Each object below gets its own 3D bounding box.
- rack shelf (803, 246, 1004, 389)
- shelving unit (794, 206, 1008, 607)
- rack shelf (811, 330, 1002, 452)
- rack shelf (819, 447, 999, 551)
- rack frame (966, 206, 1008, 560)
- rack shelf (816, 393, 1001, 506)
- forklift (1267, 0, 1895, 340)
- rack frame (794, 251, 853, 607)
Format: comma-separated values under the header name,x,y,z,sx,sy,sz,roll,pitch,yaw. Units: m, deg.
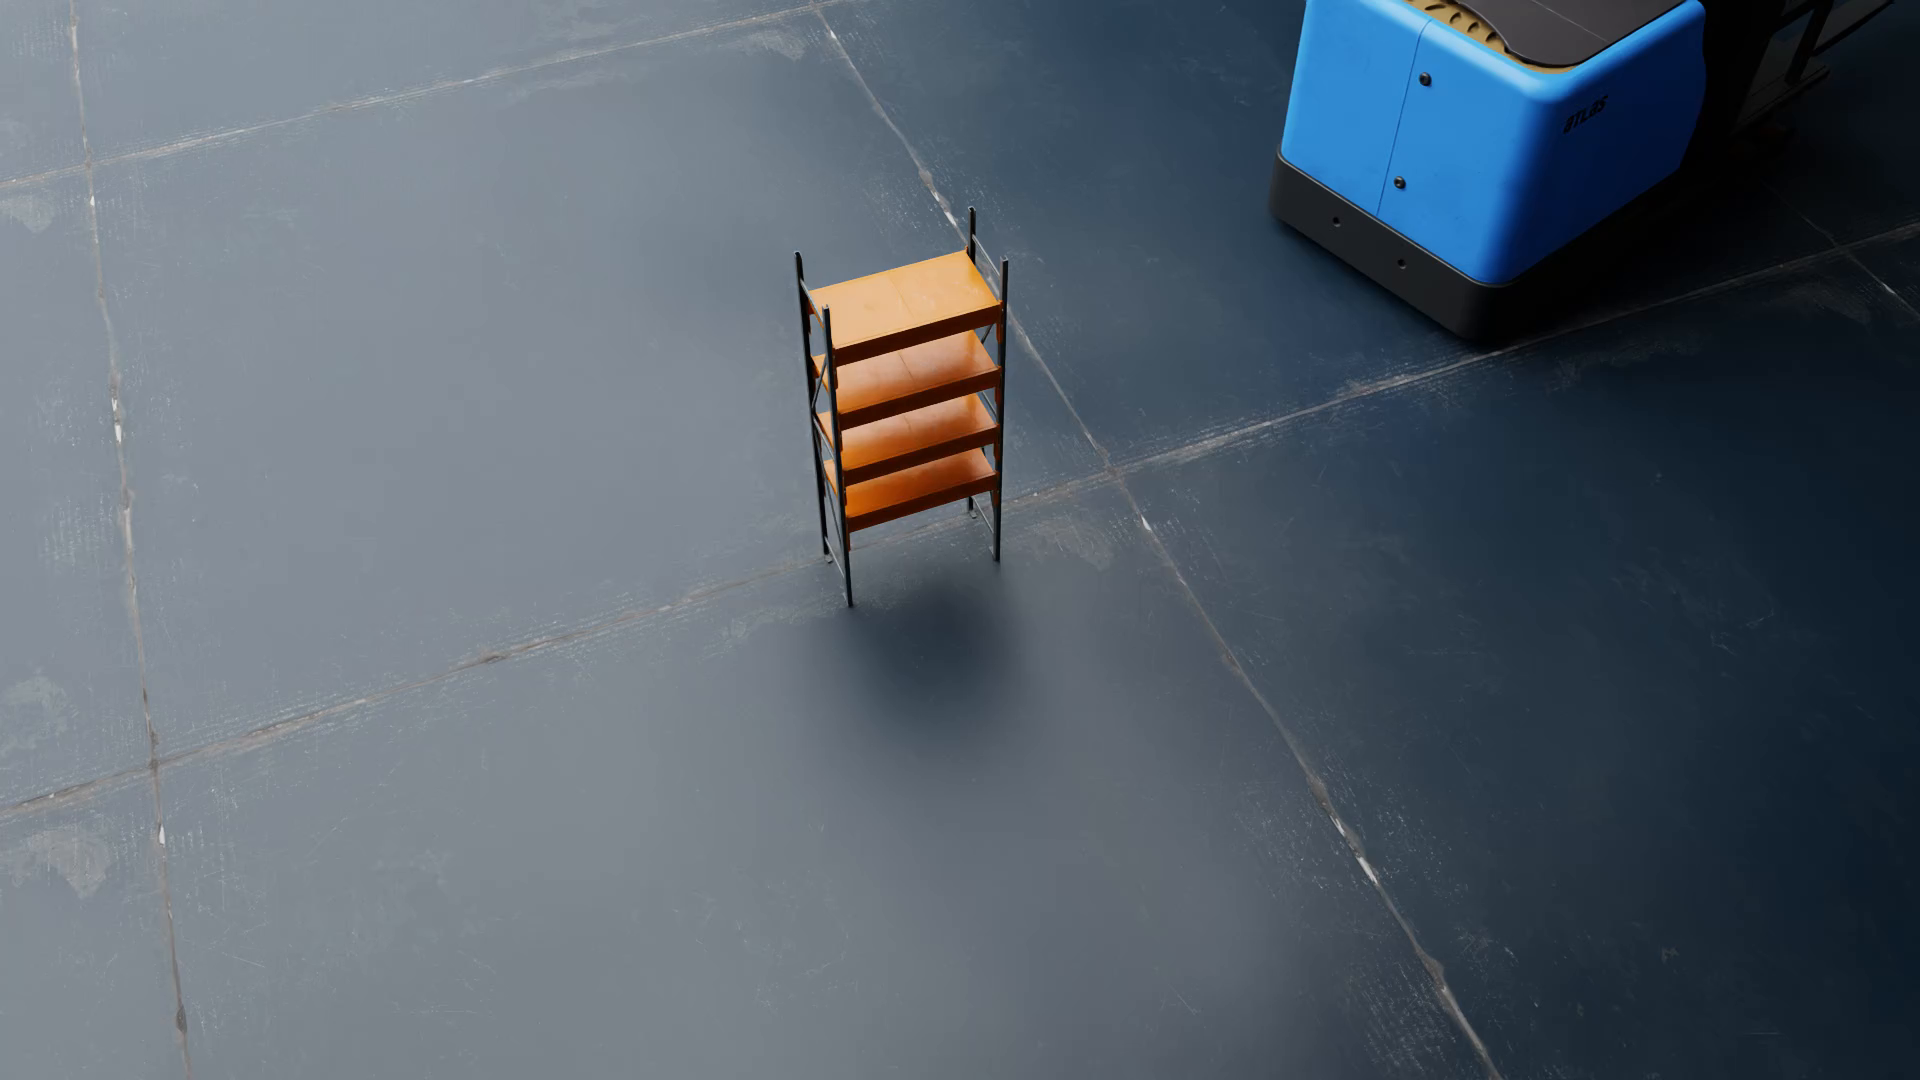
name,x,y,z,sx,sy,sz,roll,pitch,yaw
rack shelf,-0.153,-0.599,4.456,0.480,0.148,0.258,-17,52,-14
shelving unit,-0.153,-0.343,4.754,0.503,1.200,0.258,-17,52,-14
rack shelf,-0.153,-0.445,4.635,0.480,0.148,0.258,-17,52,-14
rack shelf,-0.153,-0.170,4.956,0.480,0.148,0.258,-17,52,-14
rack frame,0.073,-0.413,4.814,0.015,1.200,0.240,-17,52,-14
rack shelf,-0.153,-0.300,4.805,0.480,0.148,0.258,-17,52,-14
forklift,2.609,-2.606,5.556,3.031,2.935,1.130,-32,57,-25
rack frame,-0.379,-0.273,4.694,0.015,1.200,0.240,-17,52,-14
